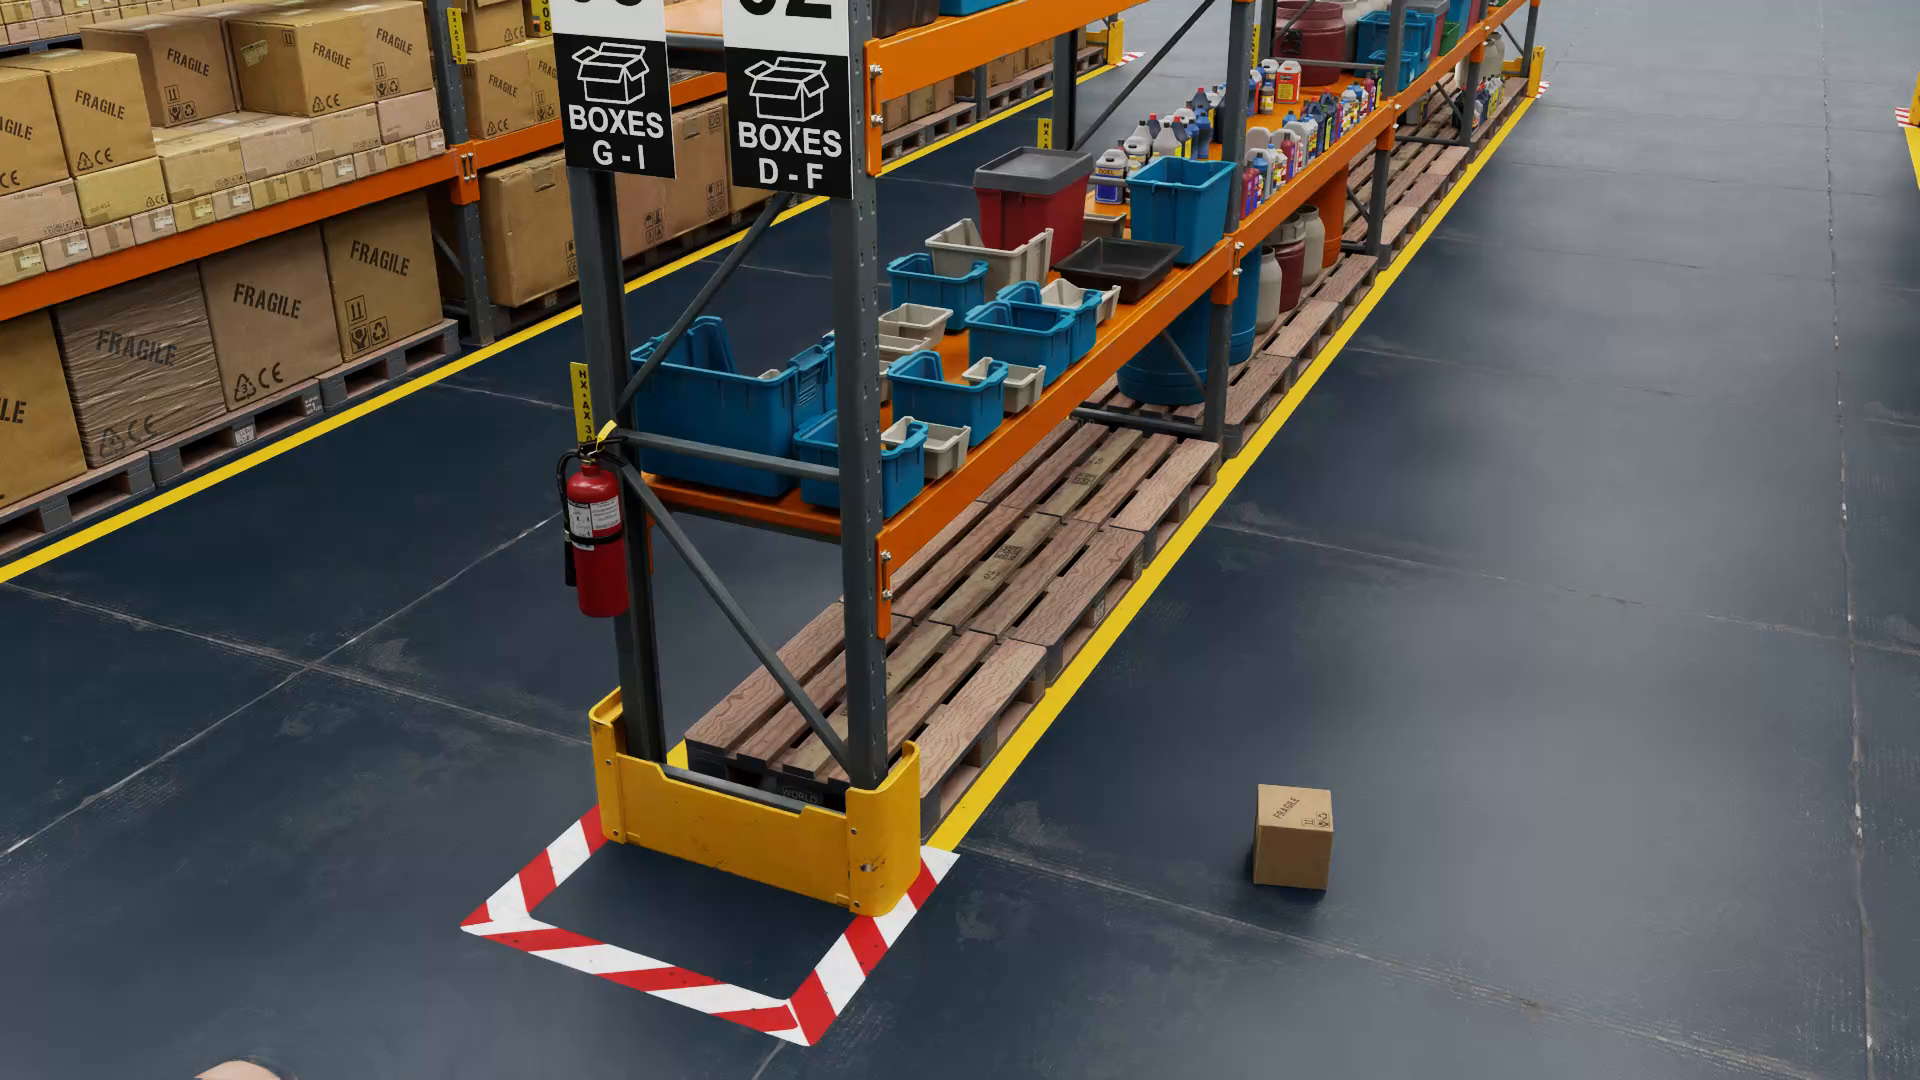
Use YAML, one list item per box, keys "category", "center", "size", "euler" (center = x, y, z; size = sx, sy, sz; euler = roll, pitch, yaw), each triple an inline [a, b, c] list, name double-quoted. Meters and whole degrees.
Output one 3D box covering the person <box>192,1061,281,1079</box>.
- category: "person"
  center: [-1.066, 1.596, 2.831]
  size: [0.615, 1.759, 0.776]
  euler: [16, 30, 30]
